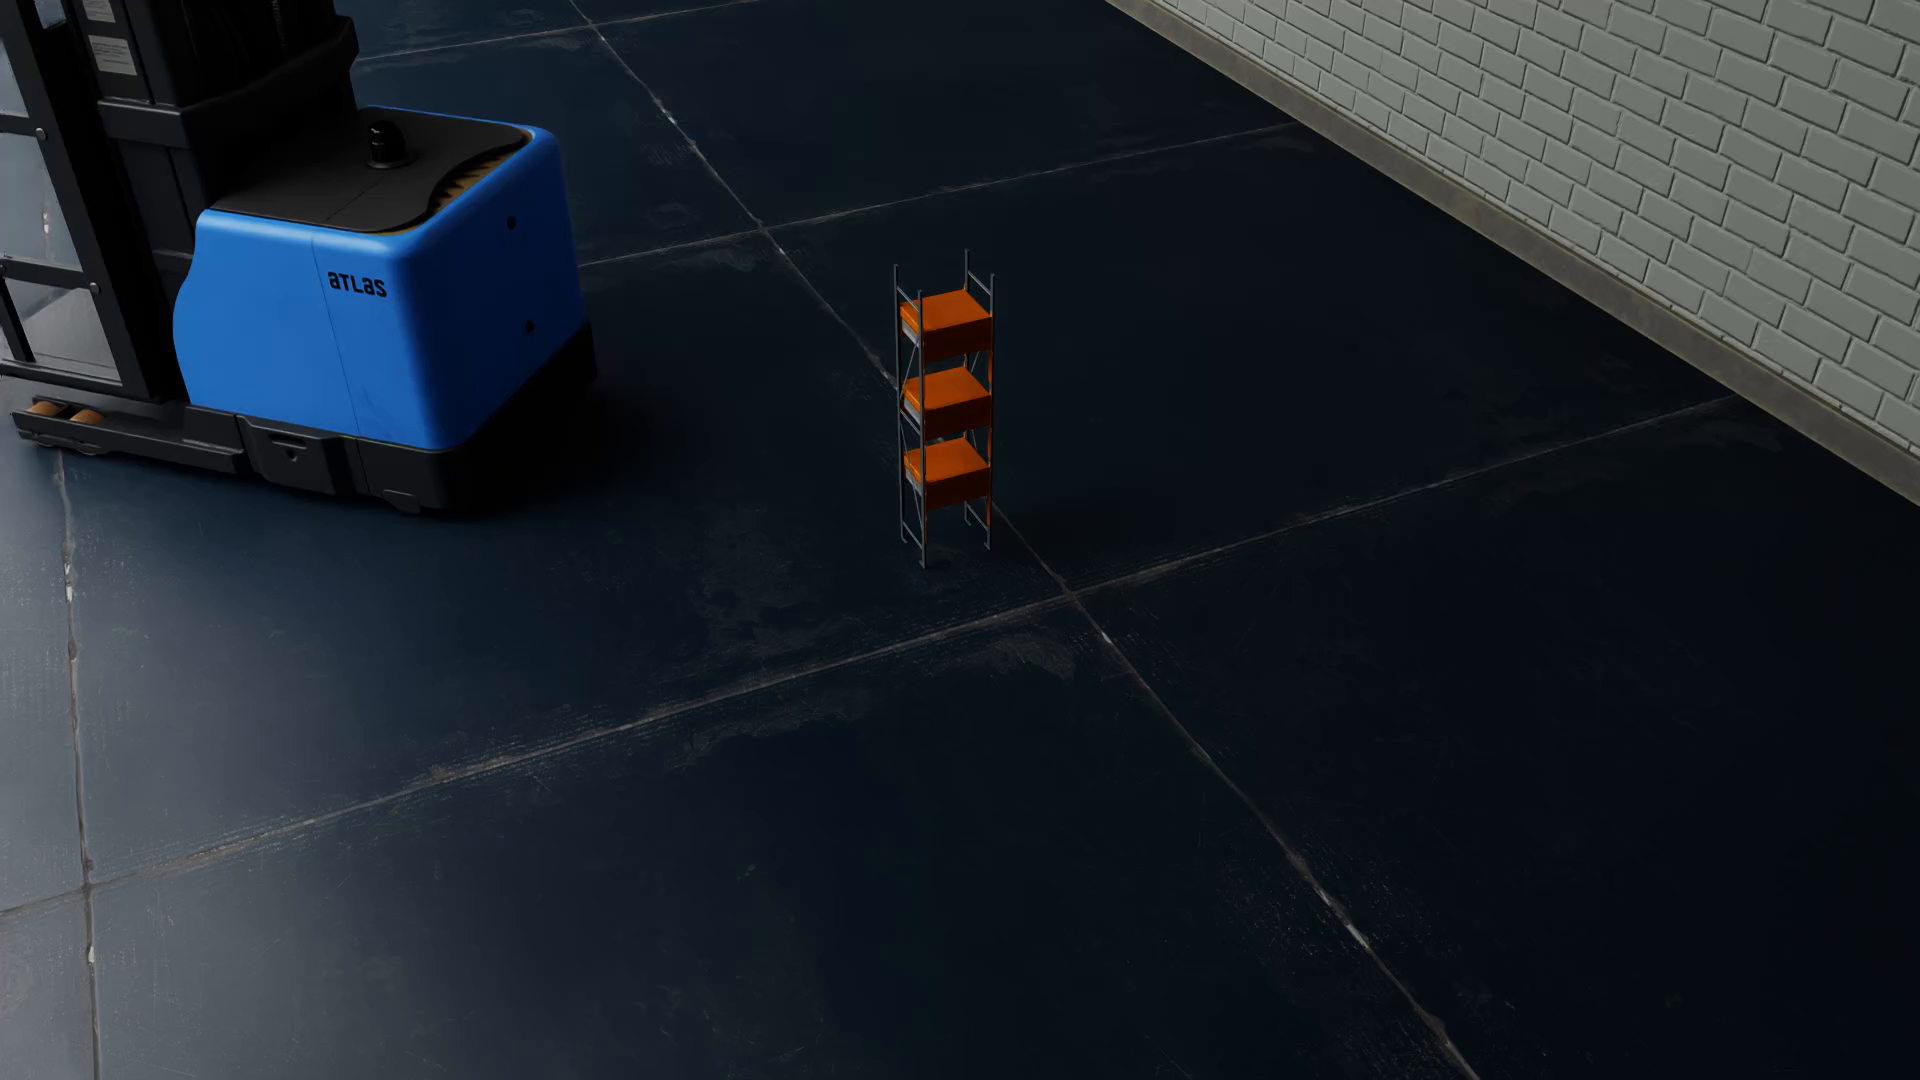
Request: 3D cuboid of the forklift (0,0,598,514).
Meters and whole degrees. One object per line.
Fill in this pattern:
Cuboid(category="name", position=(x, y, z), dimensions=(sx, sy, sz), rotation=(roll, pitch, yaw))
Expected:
Cuboid(category="forklift", position=(-2.990, -1.777, 5.686), dimensions=(3.031, 2.935, 1.130), rotation=(11, 38, 14))

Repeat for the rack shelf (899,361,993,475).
Cuboid(category="rack shelf", position=(-0.048, -0.400, 5.425), dimensions=(0.240, 0.259, 0.215), rotation=(-16, 39, -20))

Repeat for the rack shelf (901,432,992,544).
Cuboid(category="rack shelf", position=(-0.048, -0.176, 5.591), dimensions=(0.240, 0.259, 0.215), rotation=(-16, 39, -20))

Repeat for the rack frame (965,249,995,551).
Cuboid(category="rack frame", position=(0.062, -0.439, 5.461), dimensions=(0.008, 1.050, 0.200), rotation=(-16, 39, -20))

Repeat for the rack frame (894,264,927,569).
Cuboid(category="rack frame", position=(-0.159, -0.377, 5.377), dimensions=(0.008, 1.050, 0.200), rotation=(-16, 39, -20))

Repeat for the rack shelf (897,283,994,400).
Cuboid(category="rack shelf", position=(-0.048, -0.628, 5.256), dimensions=(0.240, 0.259, 0.215), rotation=(-16, 39, -20))

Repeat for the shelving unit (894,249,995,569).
Cuboid(category="shelving unit", position=(-0.048, -0.408, 5.419), dimensions=(0.252, 1.050, 0.215), rotation=(-16, 39, -20))
